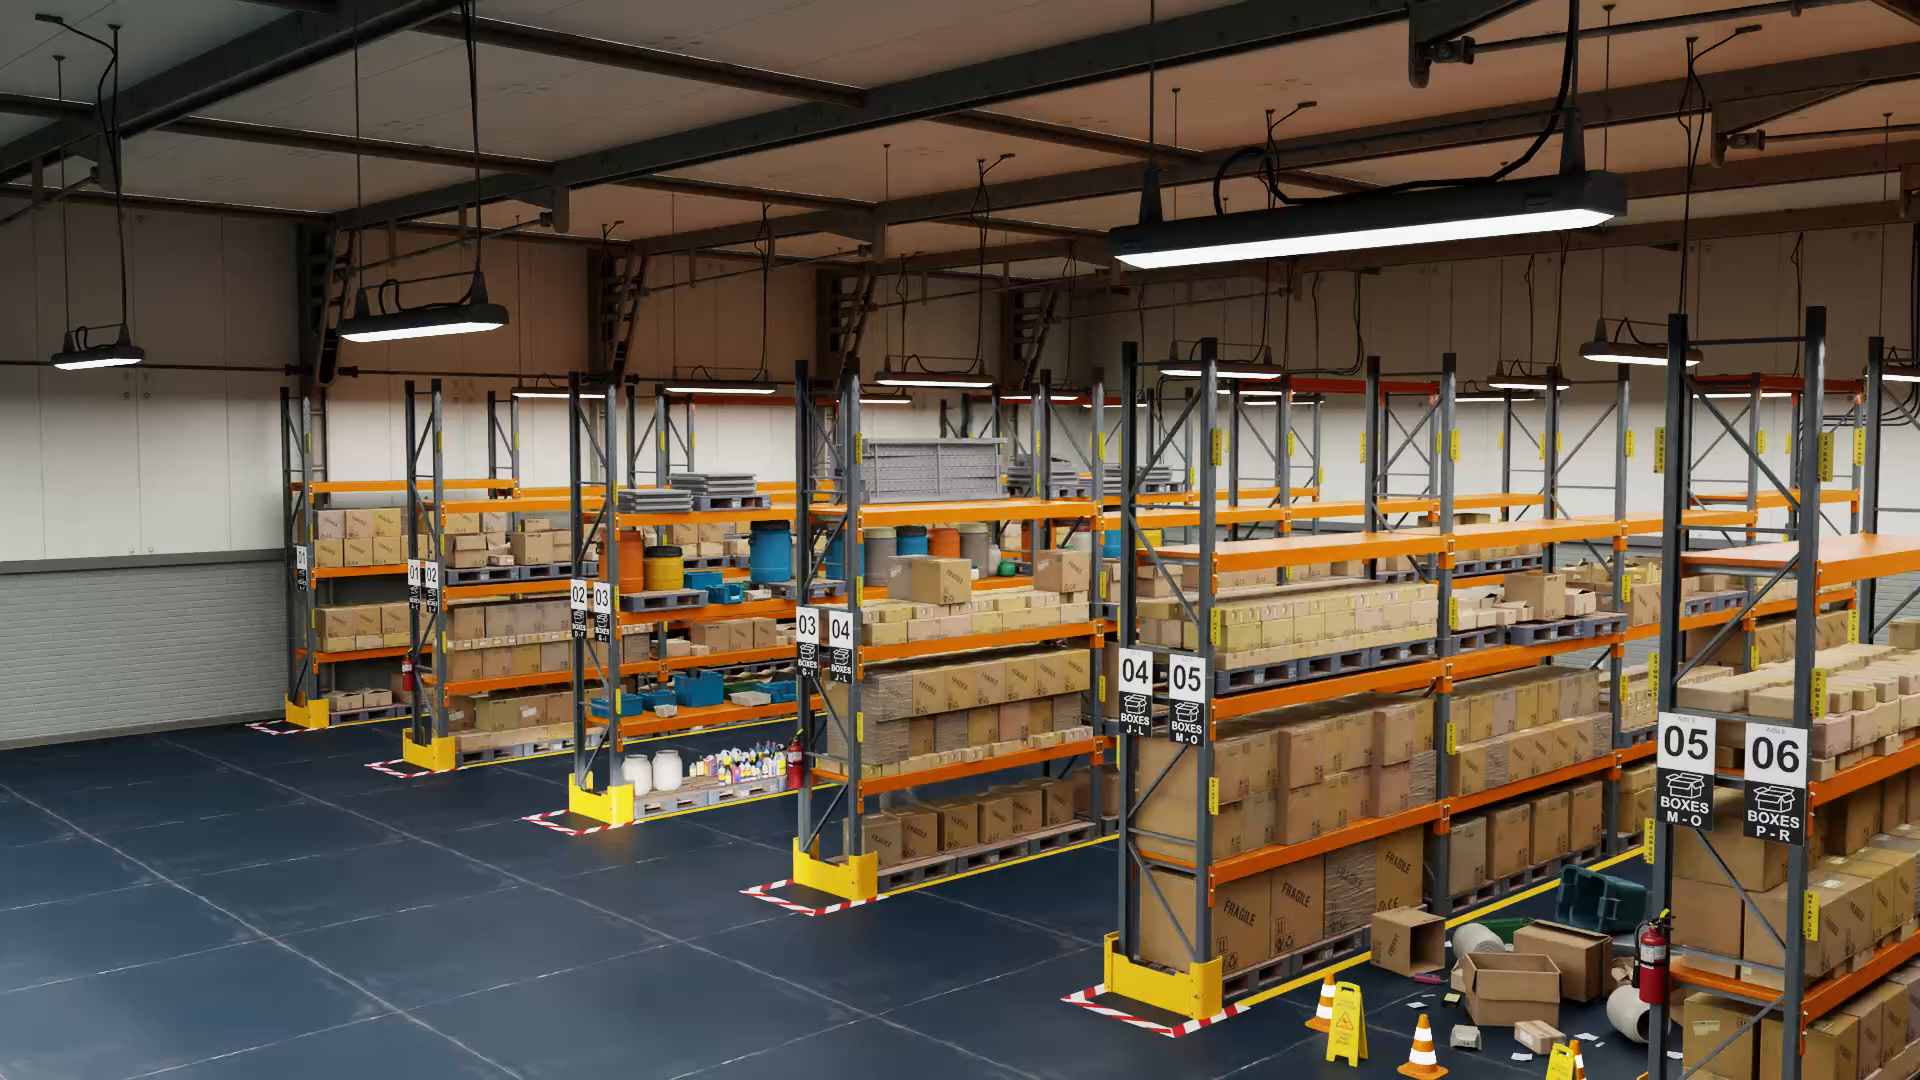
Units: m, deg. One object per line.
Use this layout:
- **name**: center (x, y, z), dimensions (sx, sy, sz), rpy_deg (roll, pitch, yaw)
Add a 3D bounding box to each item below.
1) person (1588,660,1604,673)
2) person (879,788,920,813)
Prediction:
- **person**: center (9.383, 2.673, 24.590), dimensions (0.959, 1.793, 0.675), rpy_deg (-4, 5, -45)
- **person**: center (-0.833, 2.919, 21.802), dimensions (0.607, 1.714, 0.799), rpy_deg (3, 5, 44)
